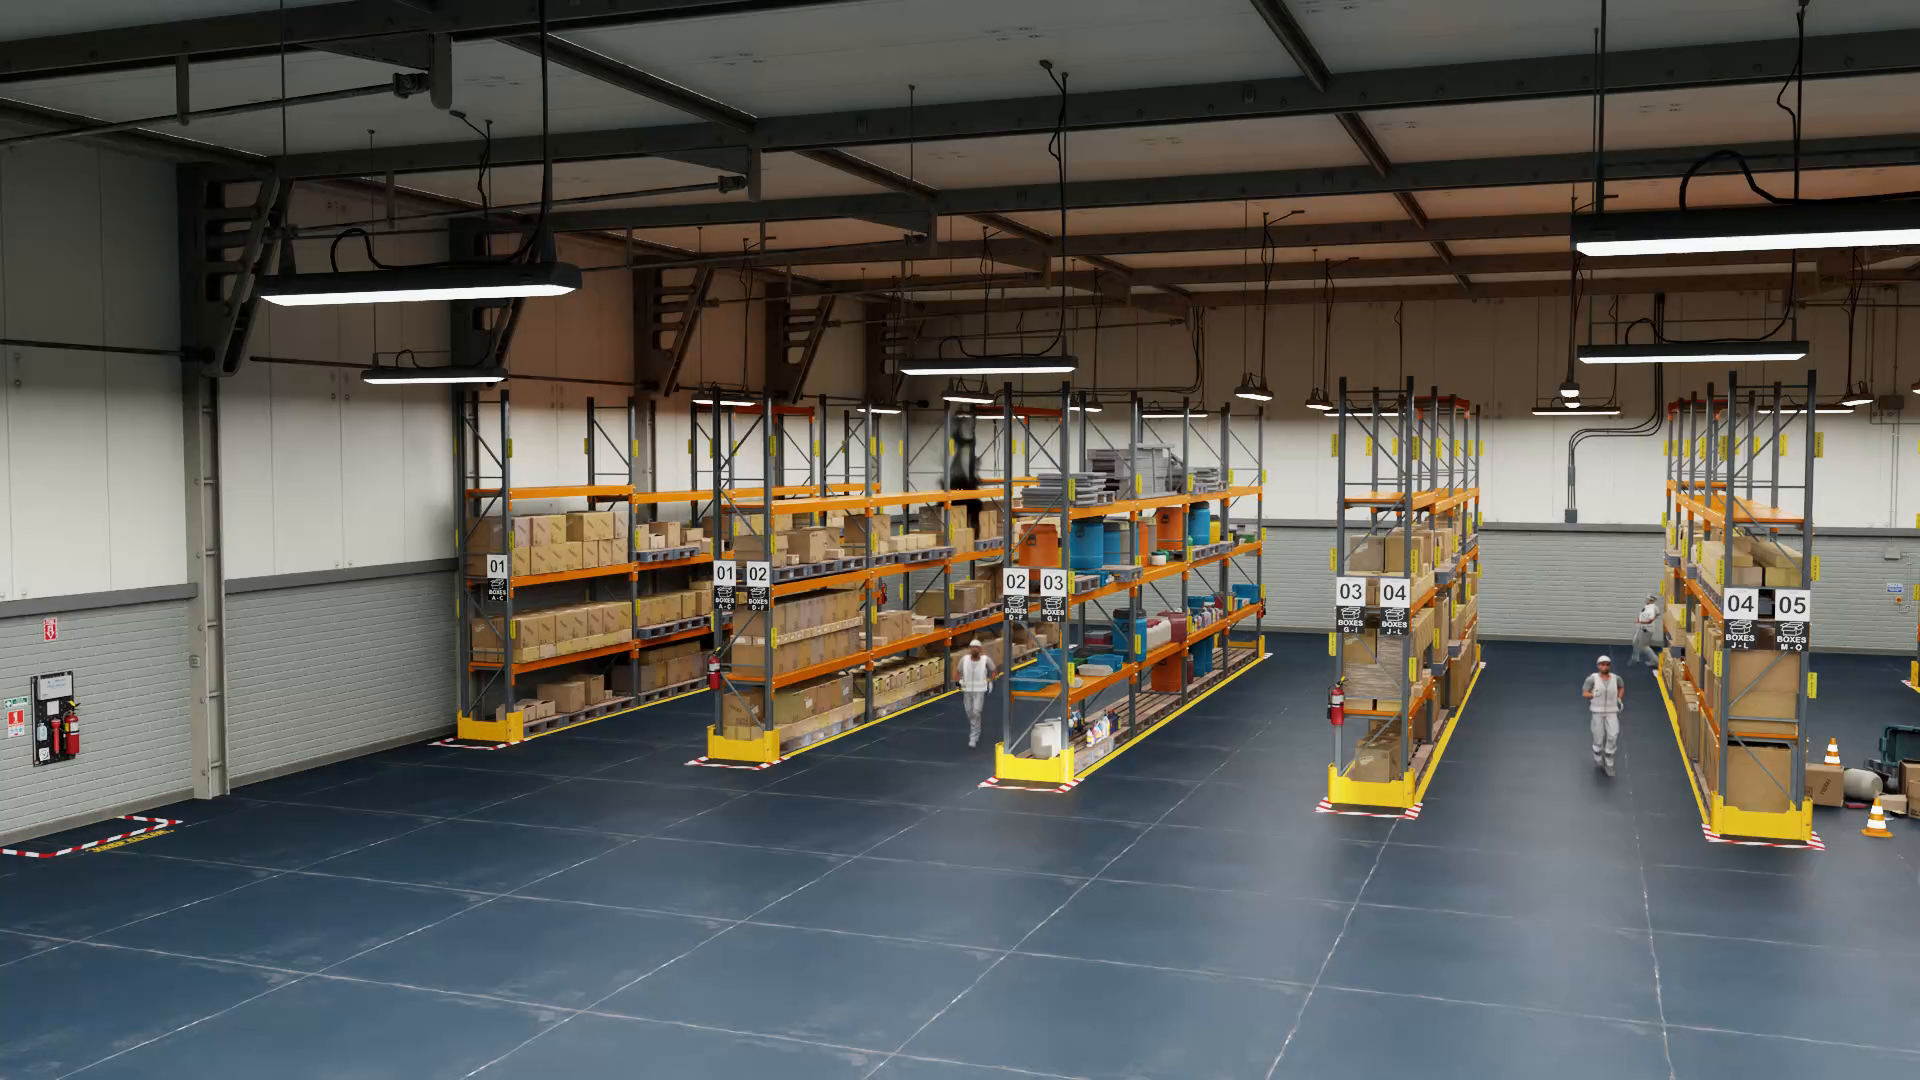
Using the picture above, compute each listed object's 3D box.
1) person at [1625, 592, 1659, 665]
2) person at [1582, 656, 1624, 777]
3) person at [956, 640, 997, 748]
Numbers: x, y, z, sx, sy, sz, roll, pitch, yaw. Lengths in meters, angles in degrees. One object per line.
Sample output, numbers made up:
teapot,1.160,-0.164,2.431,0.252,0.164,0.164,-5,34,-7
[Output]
person,15.599,2.059,38.020,0.727,1.754,0.797,1,3,25
person,9.913,2.696,25.603,0.637,1.839,0.753,1,3,15
person,0.257,2.569,28.162,0.682,1.777,0.885,1,3,14
